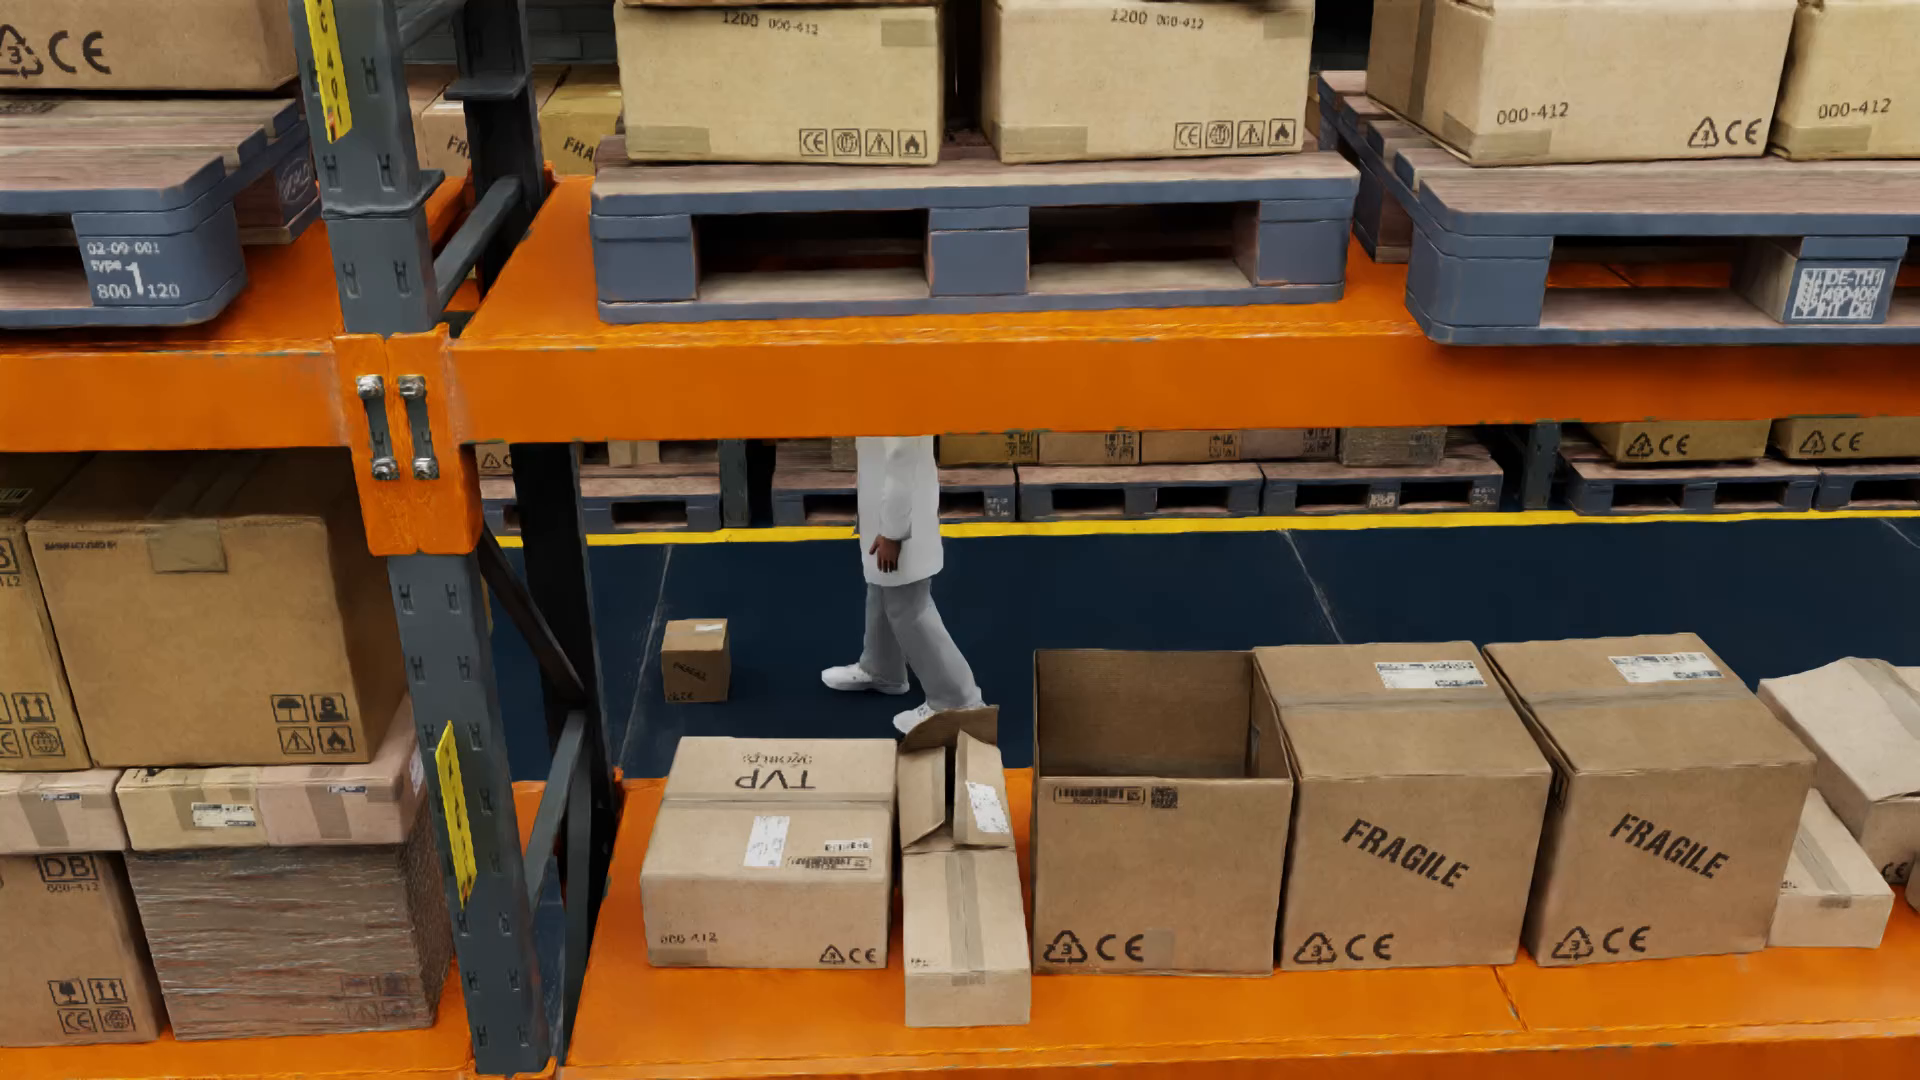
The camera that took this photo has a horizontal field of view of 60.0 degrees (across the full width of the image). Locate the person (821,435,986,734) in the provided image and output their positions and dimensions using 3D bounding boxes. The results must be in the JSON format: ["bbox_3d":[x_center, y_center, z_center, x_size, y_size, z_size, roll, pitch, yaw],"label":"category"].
[{"bbox_3d":[-0.234,-0.122,6.356,0.715,1.782,0.606,3,27,5],"label":"person"}]
